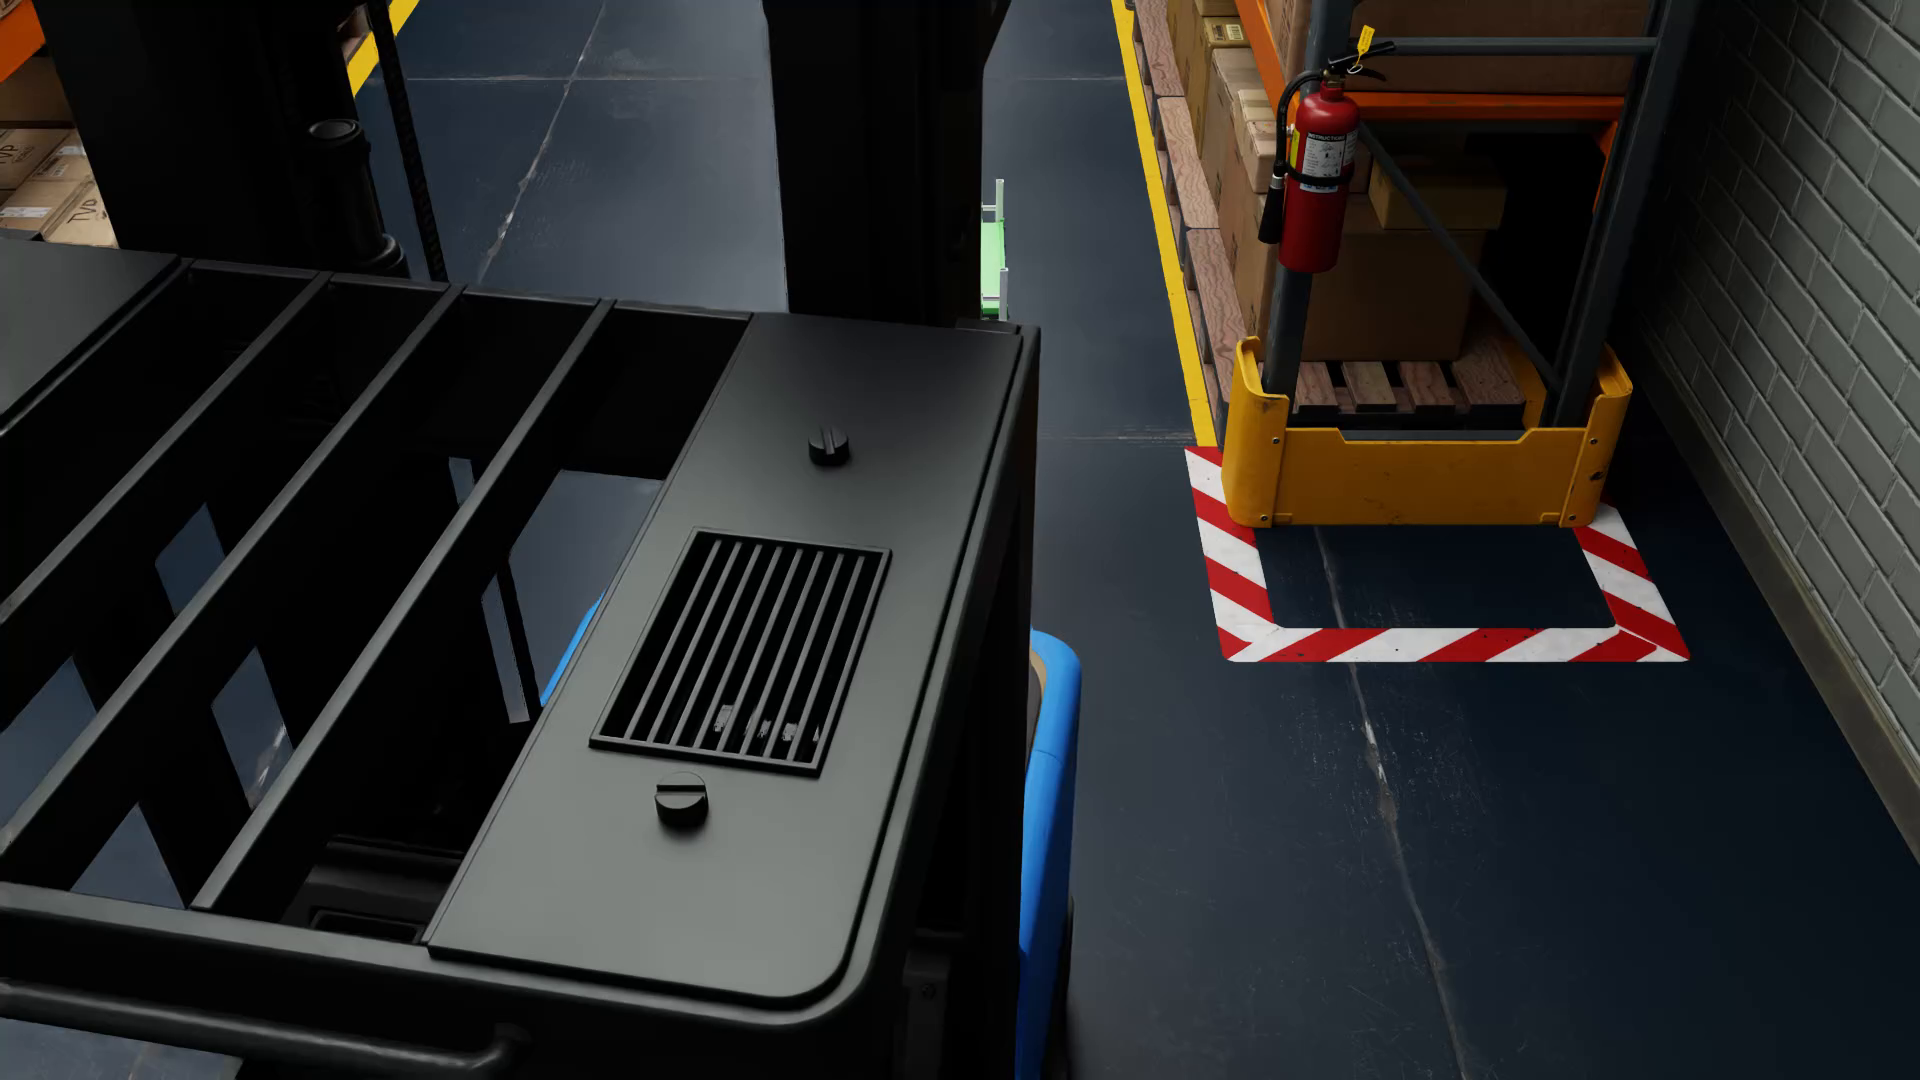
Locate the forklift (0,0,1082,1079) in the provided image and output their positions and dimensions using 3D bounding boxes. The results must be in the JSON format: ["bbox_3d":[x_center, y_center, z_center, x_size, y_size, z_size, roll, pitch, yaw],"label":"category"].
[{"bbox_3d":[-0.513,0.734,1.991,1.130,2.935,3.031,6,39,8],"label":"forklift"}]

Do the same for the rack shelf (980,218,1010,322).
[{"bbox_3d":[0.000,-0.689,4.485,0.258,0.148,0.480,0,39,0],"label":"rack shelf"}]

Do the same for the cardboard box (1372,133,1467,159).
[{"bbox_3d":[1.549,-1.450,5.805,0.380,0.149,0.250,0,39,0],"label":"cardboard box"}]

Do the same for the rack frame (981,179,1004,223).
[{"bbox_3d":[0.000,-0.517,4.936,0.240,1.200,0.015,0,39,0],"label":"rack frame"}]

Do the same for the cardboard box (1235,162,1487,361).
[{"bbox_3d":[1.350,-0.958,5.710,0.700,0.500,0.500,0,39,0],"label":"cardboard box"}]

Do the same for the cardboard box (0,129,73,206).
[{"bbox_3d":[-3.721,-1.359,6.394,0.500,0.250,0.500,0,39,0],"label":"cardboard box"}]

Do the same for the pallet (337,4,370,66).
[{"bbox_3d":[-3.507,-2.310,7.964,1.003,0.211,1.213,0,39,0],"label":"pallet"}]

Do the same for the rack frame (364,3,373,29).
[{"bbox_3d":[-3.507,-3.828,7.628,1.000,3.000,0.127,0,39,0],"label":"rack frame"}]

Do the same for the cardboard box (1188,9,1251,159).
[{"bbox_3d":[1.340,-1.919,6.909,0.700,0.500,0.500,1,39,1],"label":"cardboard box"}]

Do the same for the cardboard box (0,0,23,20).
[{"bbox_3d":[-3.245,-1.966,5.224,0.500,0.500,0.500,0,39,0],"label":"cardboard box"}]

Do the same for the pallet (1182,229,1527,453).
[{"bbox_3d":[1.372,-0.744,6.010,1.003,0.211,1.213,0,39,0],"label":"pallet"}]

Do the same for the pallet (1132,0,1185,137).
[{"bbox_3d":[1.369,-2.270,7.914,1.003,0.211,1.213,0,39,0],"label":"pallet"}]

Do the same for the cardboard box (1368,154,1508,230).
[{"bbox_3d":[1.550,-1.133,5.410,0.380,0.149,0.250,0,39,0],"label":"cardboard box"}]

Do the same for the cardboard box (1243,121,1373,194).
[{"bbox_3d":[1.168,-1.292,5.607,0.380,0.149,0.250,0,39,-1],"label":"cardboard box"}]

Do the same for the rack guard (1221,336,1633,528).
[{"bbox_3d":[1.451,-0.342,5.277,1.175,0.500,0.348,0,39,0],"label":"rack guard"}]

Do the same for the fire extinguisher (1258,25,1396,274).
[{"bbox_3d":[0.990,-1.062,4.536,0.296,0.674,0.183,0,39,0],"label":"fire extinguisher"}]

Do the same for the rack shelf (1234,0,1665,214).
[{"bbox_3d":[1.449,-2.302,6.299,1.077,0.370,4.000,0,39,0],"label":"rack shelf"}]

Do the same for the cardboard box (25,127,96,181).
[{"bbox_3d":[-3.221,-1.391,6.434,0.500,0.250,0.500,0,39,0],"label":"cardboard box"}]

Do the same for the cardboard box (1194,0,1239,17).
[{"bbox_3d":[1.163,-2.267,6.824,0.380,0.149,0.250,-1,39,-1],"label":"cardboard box"}]

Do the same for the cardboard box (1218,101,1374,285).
[{"bbox_3d":[1.350,-1.271,6.101,0.700,0.500,0.500,0,39,0],"label":"cardboard box"}]

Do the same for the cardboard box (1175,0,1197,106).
[{"bbox_3d":[1.342,-2.240,7.310,0.700,0.500,0.500,0,39,-1],"label":"cardboard box"}]

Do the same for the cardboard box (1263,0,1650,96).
[{"bbox_3d":[1.440,-1.768,4.818,0.980,0.700,0.700,2,39,2],"label":"cardboard box"}]

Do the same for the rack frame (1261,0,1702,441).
[{"bbox_3d":[1.451,-1.332,4.514,1.000,3.000,0.127,0,39,0],"label":"rack frame"}]

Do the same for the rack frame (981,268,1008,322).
[{"bbox_3d":[0.000,-0.212,4.555,0.240,1.200,0.015,0,39,0],"label":"rack frame"}]

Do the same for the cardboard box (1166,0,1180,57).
[{"bbox_3d":[1.345,-2.554,7.702,0.700,0.500,0.500,0,39,1],"label":"cardboard box"}]

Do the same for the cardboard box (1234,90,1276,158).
[{"bbox_3d":[1.167,-1.451,5.807,0.380,0.149,0.250,1,39,1],"label":"cardboard box"}]

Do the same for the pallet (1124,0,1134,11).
[{"bbox_3d":[1.370,-3.228,9.109,1.003,0.211,1.213,0,39,0],"label":"pallet"}]

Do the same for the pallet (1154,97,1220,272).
[{"bbox_3d":[1.373,-1.505,6.959,1.003,0.211,1.213,0,39,0],"label":"pallet"}]

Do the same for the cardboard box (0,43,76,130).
[{"bbox_3d":[-3.500,-1.850,6.805,0.797,0.503,0.637,0,39,0],"label":"cardboard box"}]

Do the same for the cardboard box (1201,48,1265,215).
[{"bbox_3d":[1.348,-1.586,6.493,0.700,0.500,0.500,-1,39,-2],"label":"cardboard box"}]

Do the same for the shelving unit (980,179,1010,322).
[{"bbox_3d":[0.000,-0.365,4.746,0.258,1.200,0.503,0,39,0],"label":"shelving unit"}]

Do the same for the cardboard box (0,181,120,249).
[{"bbox_3d":[-3.220,-1.078,6.043,0.500,0.250,0.500,0,39,0],"label":"cardboard box"}]
